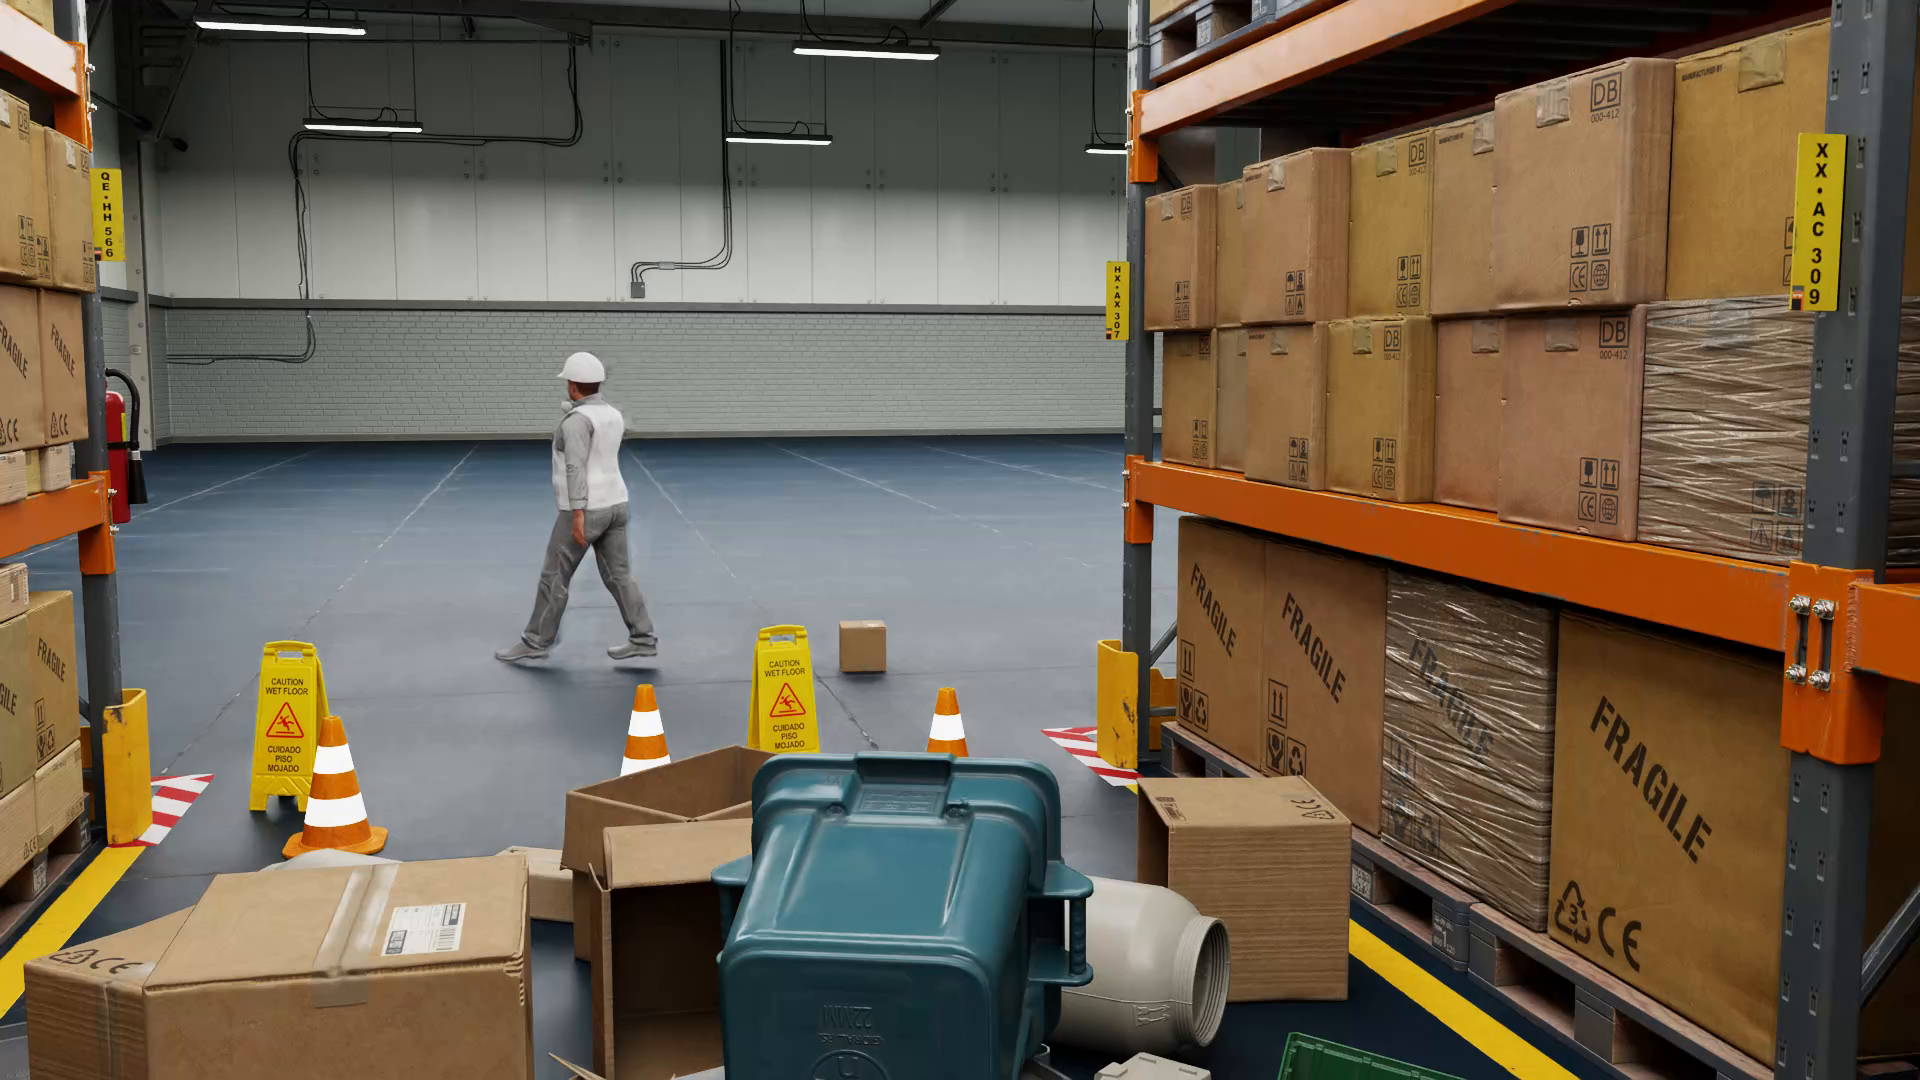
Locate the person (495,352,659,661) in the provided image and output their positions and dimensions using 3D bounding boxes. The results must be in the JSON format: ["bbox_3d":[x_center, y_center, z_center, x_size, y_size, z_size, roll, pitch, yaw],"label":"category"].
[{"bbox_3d":[-2.163,-0.186,9.381,0.919,1.737,0.624,2,6,18],"label":"person"}]
